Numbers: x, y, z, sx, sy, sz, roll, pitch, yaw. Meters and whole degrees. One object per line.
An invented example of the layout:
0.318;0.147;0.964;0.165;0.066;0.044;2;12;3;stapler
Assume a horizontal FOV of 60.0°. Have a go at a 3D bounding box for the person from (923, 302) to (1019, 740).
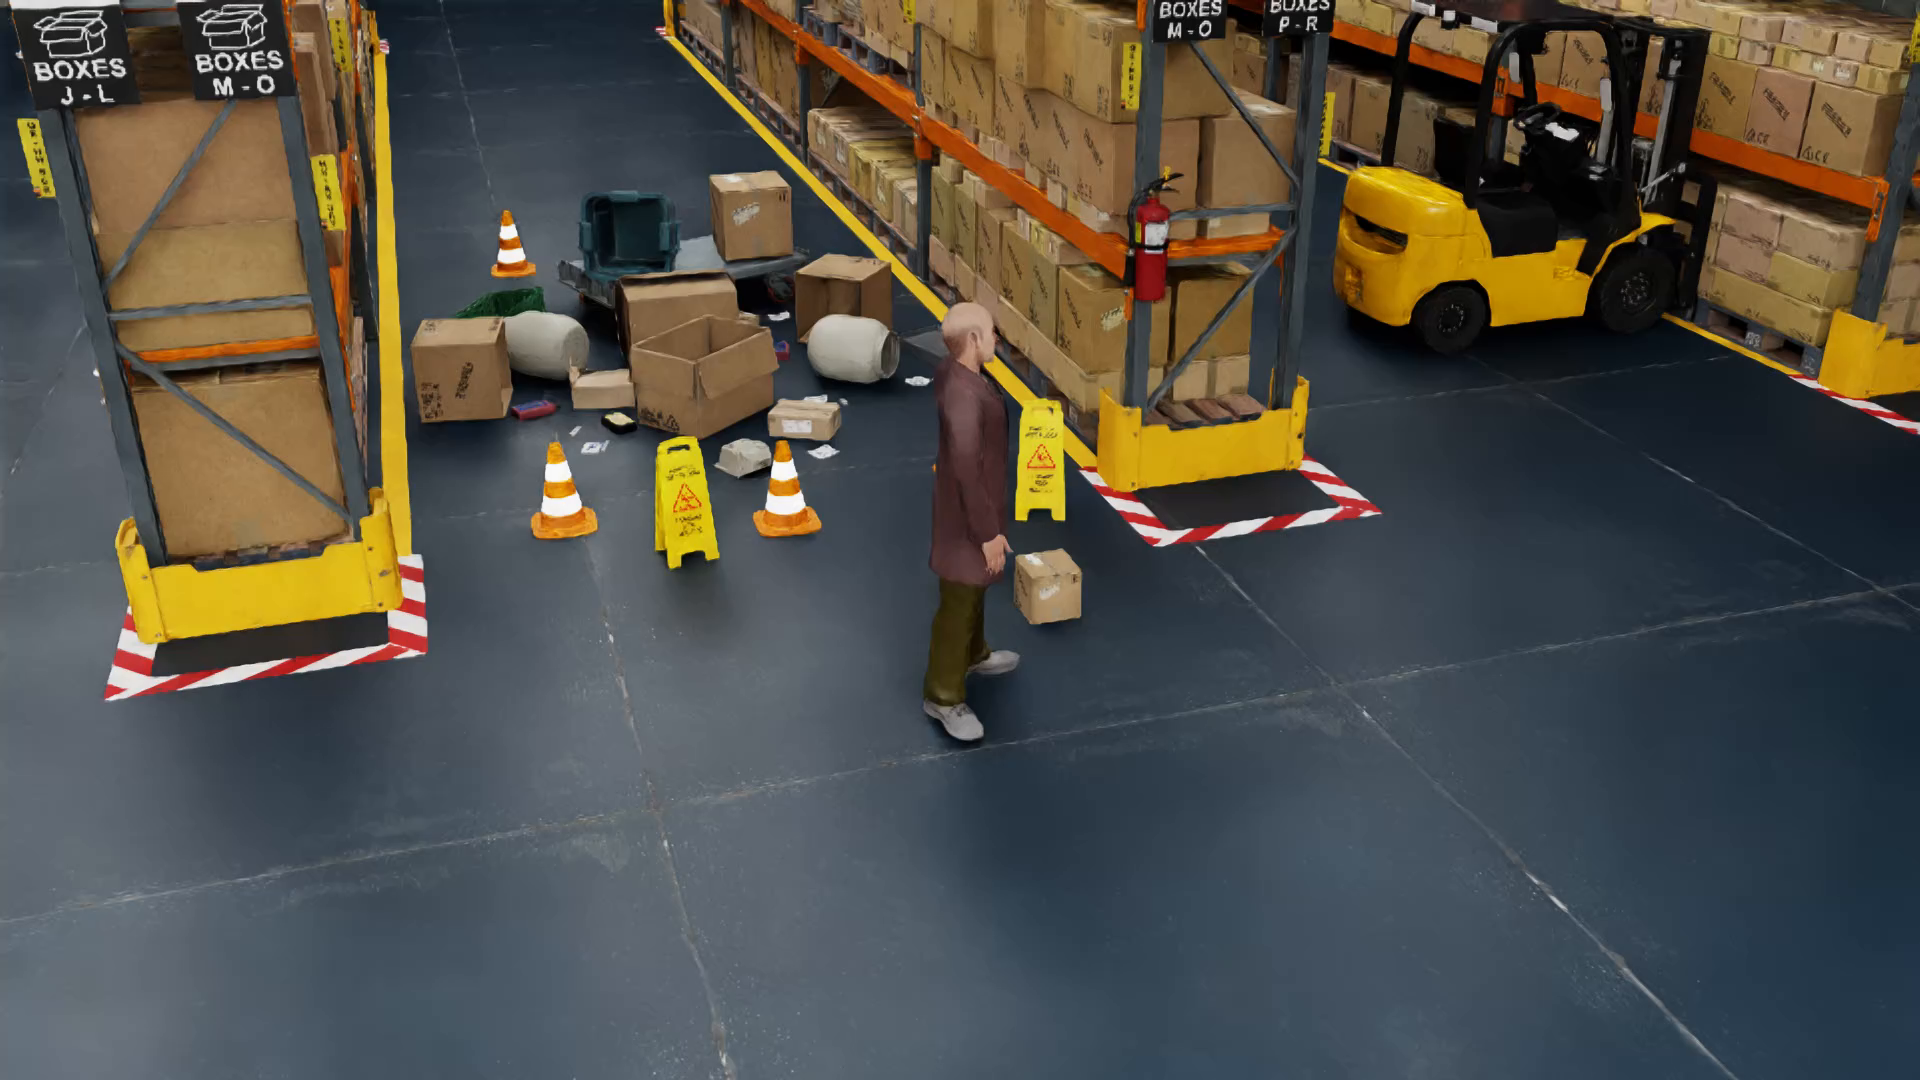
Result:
0.054;-0.118;6.803;0.432;1.784;0.736;-1;26;-1;person
